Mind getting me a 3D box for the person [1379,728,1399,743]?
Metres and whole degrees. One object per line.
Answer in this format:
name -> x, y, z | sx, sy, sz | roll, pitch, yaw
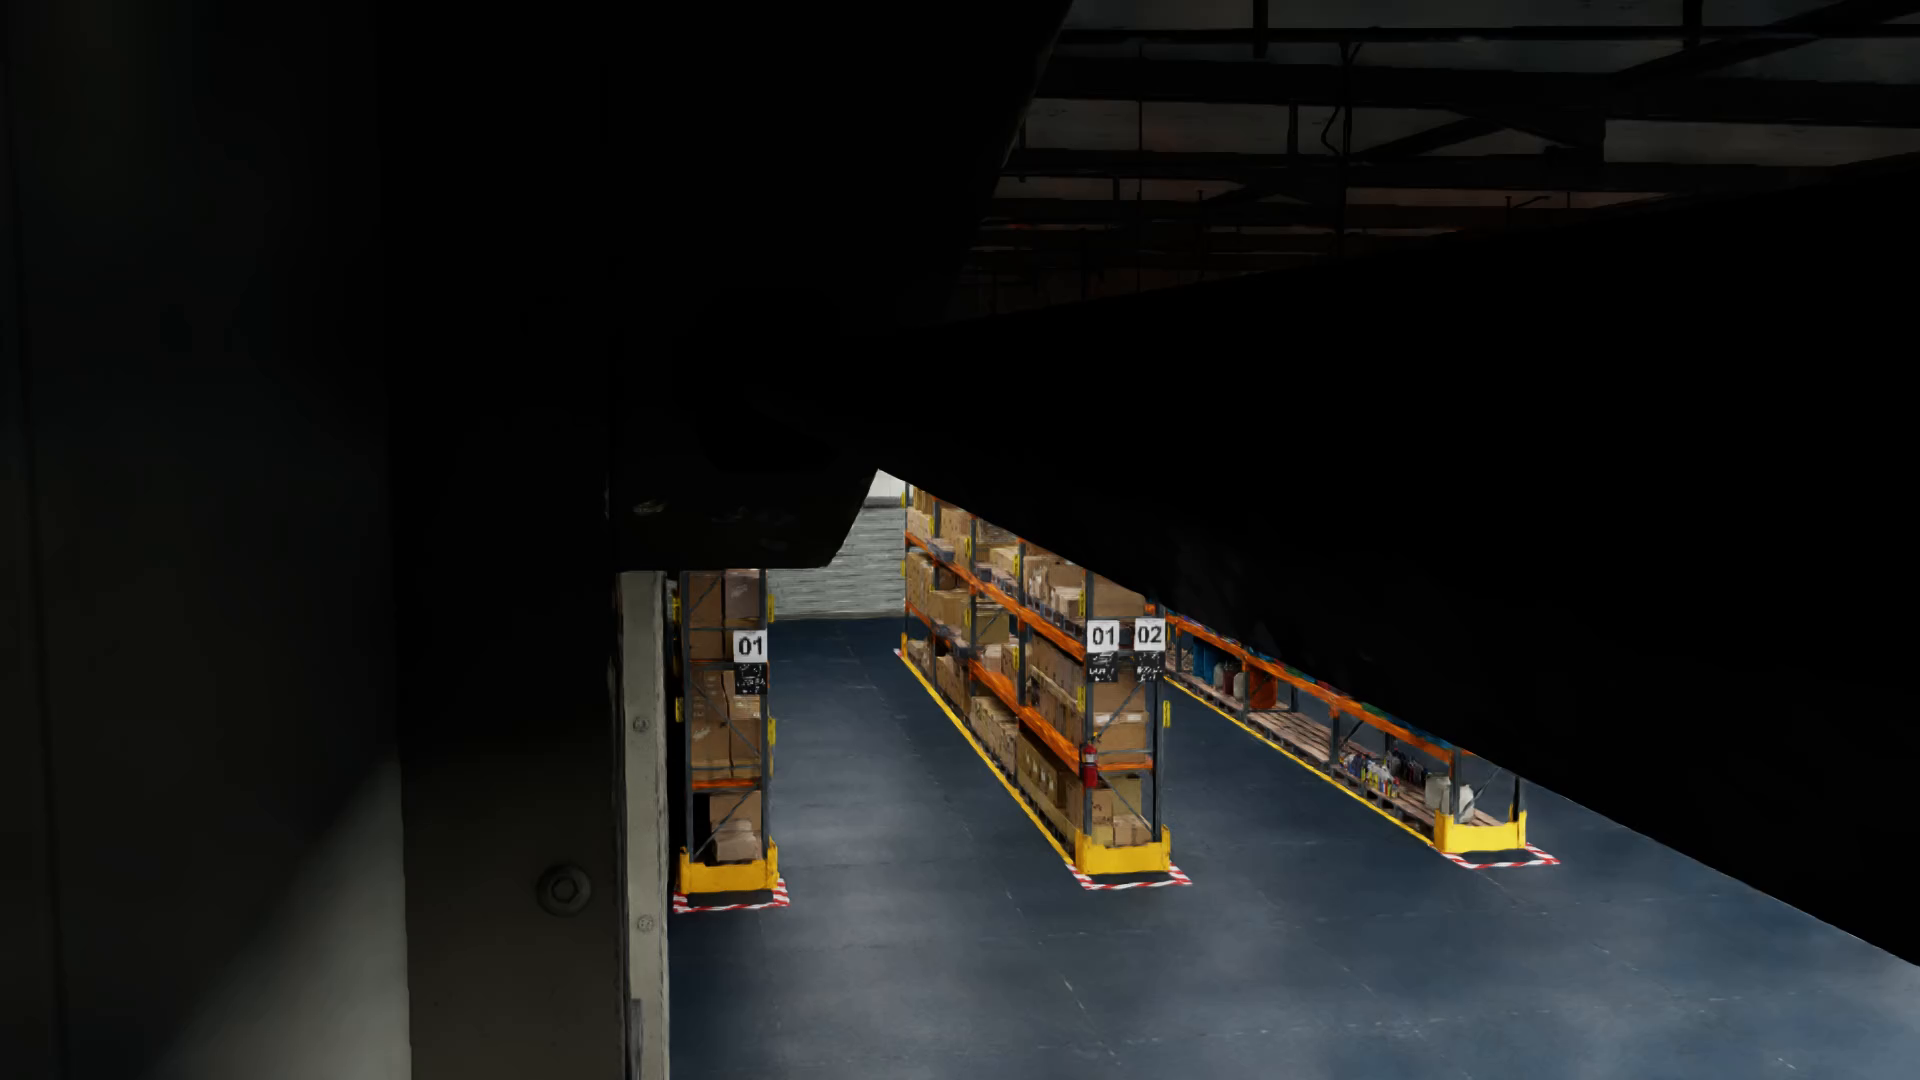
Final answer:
person -> 7.337, 2.607, 28.211 | 0.481, 1.583, 1.093 | -1, 6, -12
